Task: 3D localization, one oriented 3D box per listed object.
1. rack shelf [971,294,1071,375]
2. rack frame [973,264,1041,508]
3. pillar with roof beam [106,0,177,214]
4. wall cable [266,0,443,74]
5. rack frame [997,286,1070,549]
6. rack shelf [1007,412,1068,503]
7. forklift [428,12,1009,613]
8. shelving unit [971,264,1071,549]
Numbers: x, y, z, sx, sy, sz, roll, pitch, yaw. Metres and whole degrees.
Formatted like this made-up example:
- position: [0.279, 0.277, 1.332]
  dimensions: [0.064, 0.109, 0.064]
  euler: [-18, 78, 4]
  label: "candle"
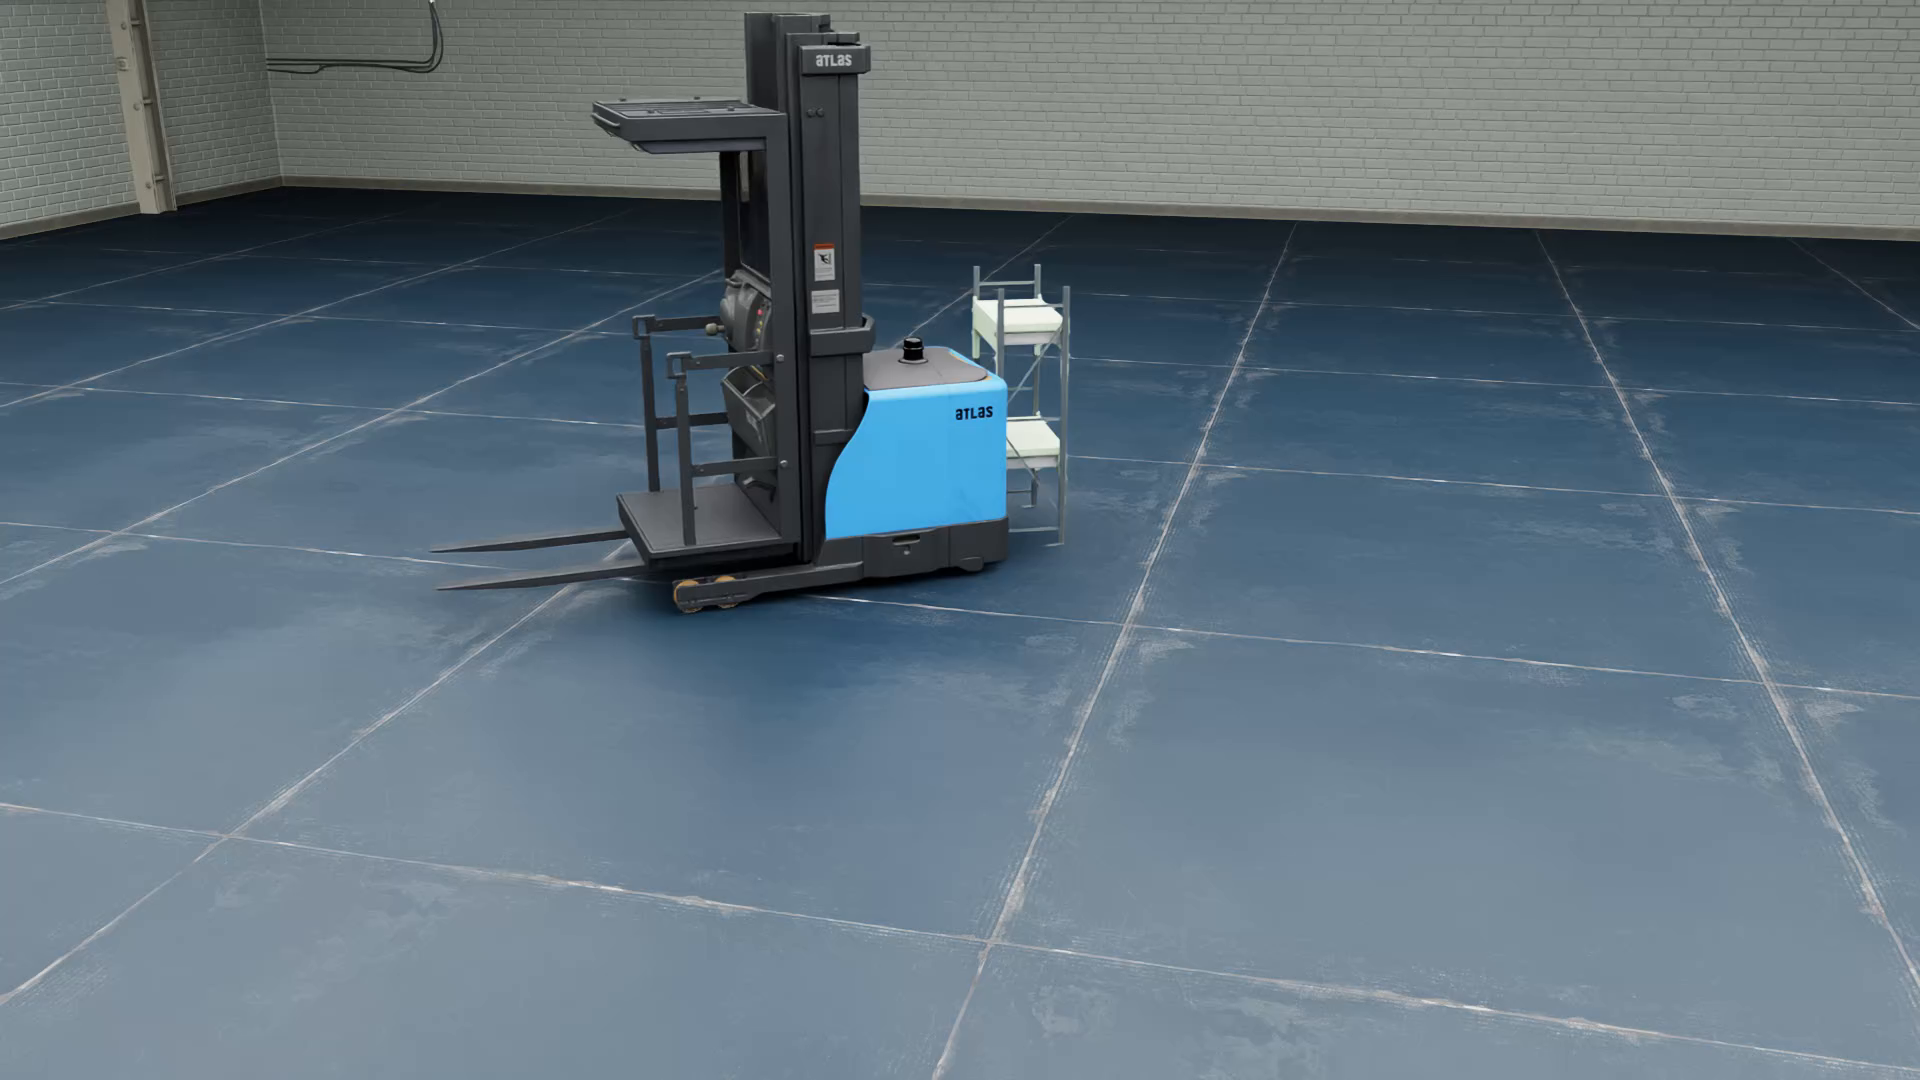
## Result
- position: [0.341, -1.157, 9.547]
  dimensions: [0.431, 0.370, 0.720]
  euler: [-3, 19, -9]
  label: "rack shelf"
- position: [0.278, -0.904, 10.014]
  dimensions: [0.400, 1.500, 0.023]
  euler: [-3, 19, -9]
  label: "rack frame"
- position: [-6.905, -8.458, 20.529]
  dimensions: [9.100, 9.000, 0.400]
  euler: [5, 19, 13]
  label: "pillar with roof beam"
- position: [-9.078, -8.148, 24.424]
  dimensions: [3.097, 2.526, 0.112]
  euler: [5, 19, 13]
  label: "wall cable"
- position: [0.403, -0.671, 9.332]
  dimensions: [0.400, 1.500, 0.023]
  euler: [-3, 19, -9]
  label: "rack frame"
- position: [0.341, -0.479, 9.779]
  dimensions: [0.431, 0.370, 0.720]
  euler: [-3, 19, -9]
  label: "rack shelf"
- position: [-1.304, -1.203, 8.675]
  dimensions: [3.031, 2.935, 1.130]
  euler: [-7, 20, -19]
  label: "forklift"
- position: [0.341, -0.788, 9.673]
  dimensions: [0.431, 1.500, 0.755]
  euler: [-3, 19, -9]
  label: "shelving unit"
